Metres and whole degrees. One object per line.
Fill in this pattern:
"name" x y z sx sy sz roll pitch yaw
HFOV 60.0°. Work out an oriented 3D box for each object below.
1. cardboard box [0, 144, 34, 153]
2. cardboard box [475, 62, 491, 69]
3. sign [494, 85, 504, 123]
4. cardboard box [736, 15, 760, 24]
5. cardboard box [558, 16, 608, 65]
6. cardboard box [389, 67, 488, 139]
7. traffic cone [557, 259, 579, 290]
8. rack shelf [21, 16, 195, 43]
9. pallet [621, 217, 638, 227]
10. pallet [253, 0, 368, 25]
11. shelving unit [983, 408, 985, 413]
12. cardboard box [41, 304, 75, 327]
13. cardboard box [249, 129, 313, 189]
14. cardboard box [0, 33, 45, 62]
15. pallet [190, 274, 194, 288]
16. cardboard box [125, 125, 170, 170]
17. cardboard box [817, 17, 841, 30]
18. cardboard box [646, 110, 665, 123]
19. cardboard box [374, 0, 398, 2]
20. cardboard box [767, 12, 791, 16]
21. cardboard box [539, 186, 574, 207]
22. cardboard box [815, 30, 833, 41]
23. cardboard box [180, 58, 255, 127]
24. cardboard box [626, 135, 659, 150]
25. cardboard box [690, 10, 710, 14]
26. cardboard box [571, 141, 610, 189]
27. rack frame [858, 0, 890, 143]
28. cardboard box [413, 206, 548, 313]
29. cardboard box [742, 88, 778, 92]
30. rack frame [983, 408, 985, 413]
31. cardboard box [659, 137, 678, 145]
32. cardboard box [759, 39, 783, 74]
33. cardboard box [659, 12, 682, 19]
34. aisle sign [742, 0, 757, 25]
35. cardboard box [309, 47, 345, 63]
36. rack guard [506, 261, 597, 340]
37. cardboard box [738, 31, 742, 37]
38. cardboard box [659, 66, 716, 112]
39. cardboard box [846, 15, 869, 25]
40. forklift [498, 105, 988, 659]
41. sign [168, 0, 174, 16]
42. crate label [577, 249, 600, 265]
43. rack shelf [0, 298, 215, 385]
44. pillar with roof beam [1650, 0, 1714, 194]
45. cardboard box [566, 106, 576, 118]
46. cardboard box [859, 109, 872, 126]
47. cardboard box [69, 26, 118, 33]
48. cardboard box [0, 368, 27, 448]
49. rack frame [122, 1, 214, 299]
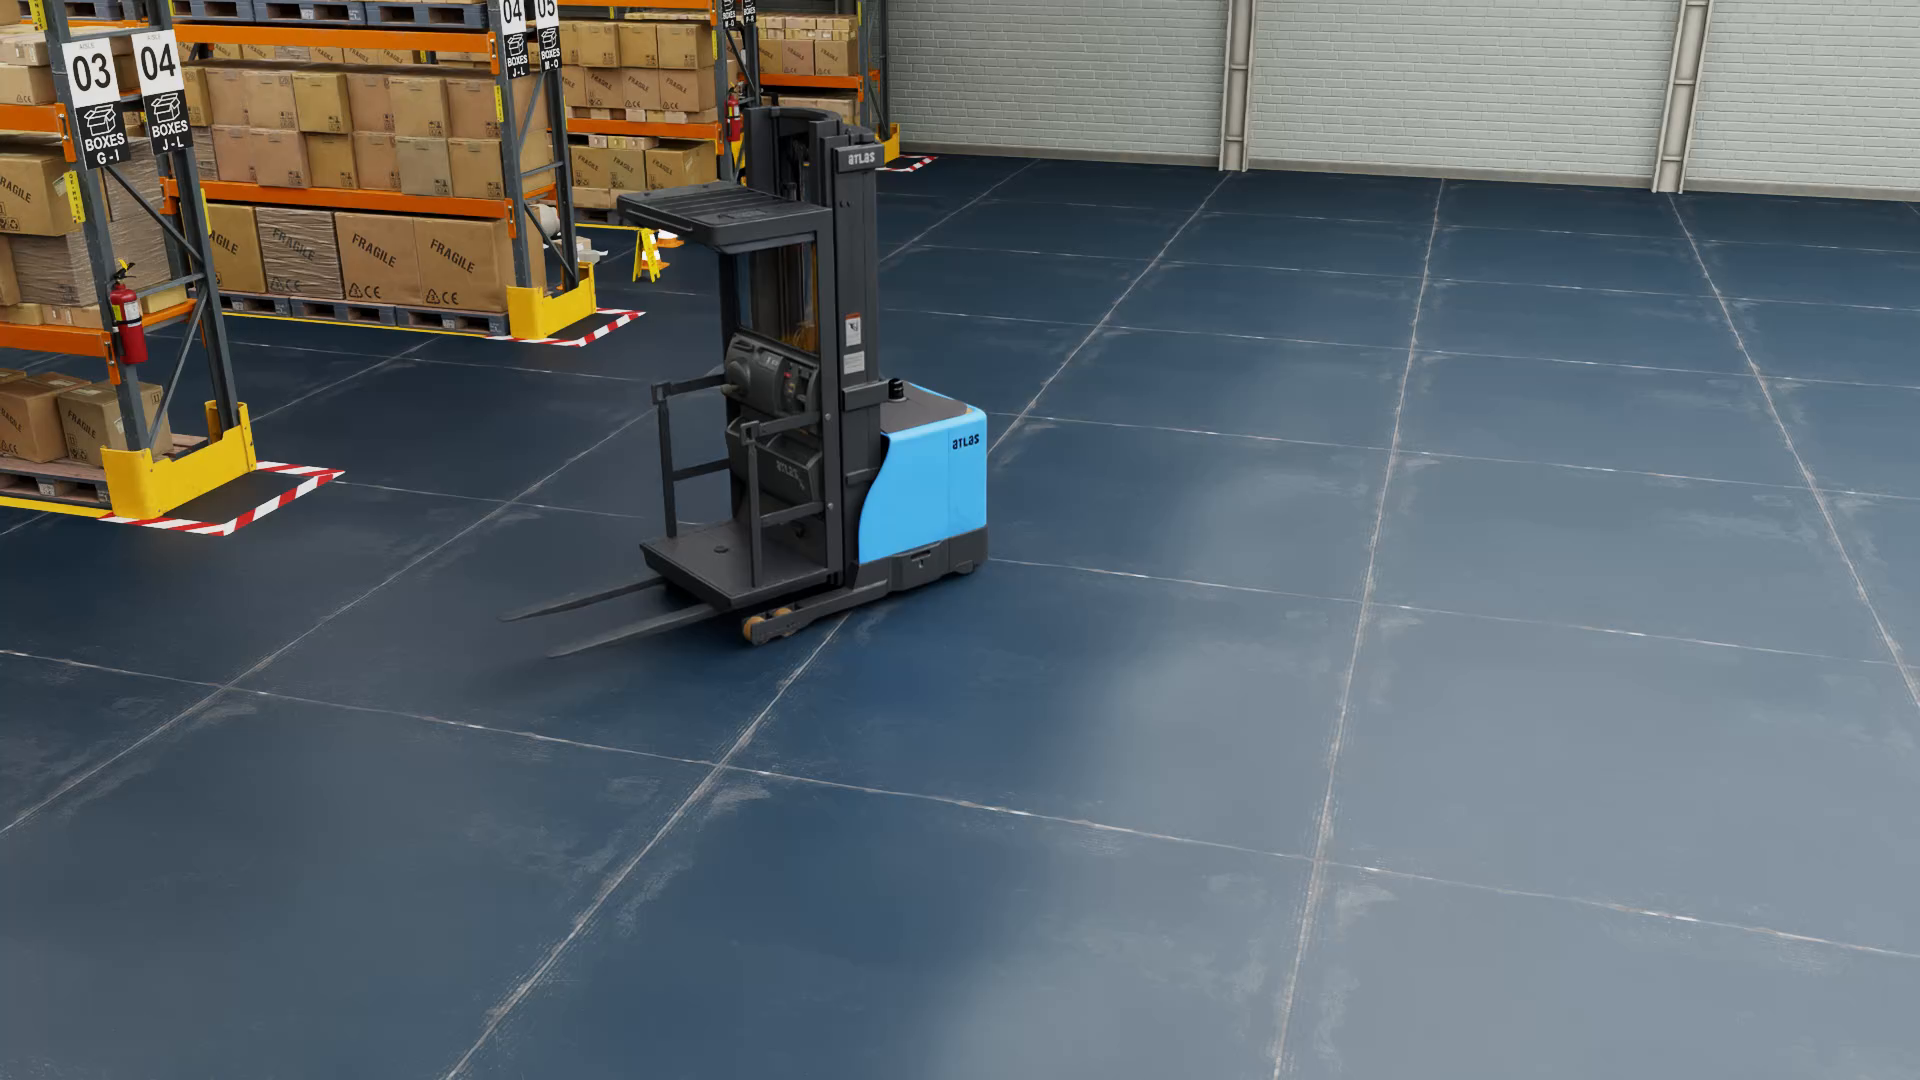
"cardboard box" -6.648 -2.413 11.359 0.500 0.500 0.500 7 23 16
"cardboard box" -5.709 -5.770 20.861 0.500 0.500 0.500 6 23 15
"sign" -4.211 -3.984 15.192 0.005 0.325 0.100 7 23 16
"cardboard box" -3.151 -7.761 24.858 0.250 0.149 0.380 7 23 16
"cardboard box" -4.697 -6.149 20.467 0.500 0.500 0.700 6 23 15
"cardboard box" -4.938 -4.185 15.899 0.550 0.550 0.875 7 23 16
"traffic cone" -4.139 -2.935 17.815 0.334 0.463 0.336 7 23 16
"rack shelf" -9.785 -5.247 17.105 4.000 0.370 1.077 7 23 16
"pallet" -3.548 -4.164 21.143 1.213 0.211 1.003 7 23 16
"pallet" -5.926 -5.092 15.895 1.213 0.211 1.003 7 23 16
"shelving unit" 0.032 -0.429 11.130 0.210 0.900 0.258 7 23 16
"cardboard box" -6.142 -1.611 11.576 0.250 0.149 0.380 7 23 16
"cardboard box" -6.497 -3.852 16.511 0.550 0.550 0.875 7 23 16
"cardboard box" -6.141 -3.235 10.923 0.250 0.149 0.380 6 23 14
"pallet" -8.631 -2.740 17.672 1.213 0.211 1.003 7 23 16
"cardboard box" -8.447 -3.979 16.887 0.500 0.500 0.500 6 23 15
"cardboard box" -1.926 -7.610 24.492 0.250 0.149 0.380 7 23 16
"cardboard box" -3.641 -5.214 20.361 0.250 0.149 0.380 6 23 15
"cardboard box" -5.186 -5.044 15.307 0.250 0.149 0.380 7 23 16
"cardboard box" -2.750 -7.928 25.267 0.250 0.149 0.380 6 23 14
"cardboard box" -5.027 -4.430 21.188 0.500 0.250 0.500 6 23 15
"cardboard box" -1.943 -7.448 24.488 0.250 0.149 0.380 7 23 16
"cardboard box" -7.527 -4.489 16.641 0.550 0.550 0.875 7 23 16
"cardboard box" -3.921 -4.922 20.544 0.250 0.149 0.380 7 23 17
"cardboard box" -3.971 -8.074 25.622 0.250 0.149 0.380 6 23 14
"cardboard box" -4.532 -4.720 20.906 0.500 0.500 0.500 6 23 14
"rack frame" -1.277 -7.148 24.743 0.127 3.000 1.000 7 23 16
"cardboard box" -4.709 -2.796 16.380 0.875 0.875 0.875 7 23 16
"cardboard box" -3.126 -6.825 25.708 0.500 0.250 0.500 6 23 14
"rack frame" 0.129 -0.418 11.103 0.006 0.900 0.240 7 23 16
"cardboard box" -3.925 -4.860 21.248 0.500 0.500 0.500 6 23 14
"cardboard box" -2.809 -7.269 24.907 0.500 0.500 0.500 6 23 14
"cardboard box" -4.364 -7.907 25.216 0.250 0.149 0.380 6 23 15
"aisle sign" -2.559 -6.653 20.110 0.004 0.787 0.394 7 23 16
"cardboard box" -8.013 -6.241 21.454 0.500 0.500 0.500 7 23 17
"rack guard" -4.018 -2.375 16.402 0.348 0.500 1.175 7 23 16
"cardboard box" -3.138 -7.622 24.913 0.250 0.149 0.380 6 23 15
"cardboard box" -3.307 -5.487 20.171 0.500 0.500 0.500 6 23 15
"cardboard box" -1.537 -7.746 24.824 0.250 0.149 0.380 6 23 14
"forklift" -1.282 -0.963 9.756 3.031 2.935 1.130 -17 28 -36
"sign" -5.414 -3.733 11.313 0.005 0.325 0.100 7 23 16
"crate label" -4.258 -3.221 18.942 0.298 0.136 0.250 -5 23 -12
"rack shelf" -7.485 -1.630 12.239 4.000 0.370 1.077 7 23 16
"pillar with roof beam" 8.561 -7.448 17.569 0.400 9.000 9.100 7 23 16
"cardboard box" -4.857 -5.354 20.701 0.250 0.149 0.380 6 23 15
"cardboard box" -1.667 -6.428 25.400 0.500 0.250 0.500 7 23 16
"cardboard box" -5.987 -3.424 11.385 0.250 0.149 0.380 7 23 17
"cardboard box" -7.339 -0.984 12.458 0.500 0.500 0.500 9 24 20
"rack frame" -7.870 -3.973 17.003 0.127 3.000 1.000 7 23 16
